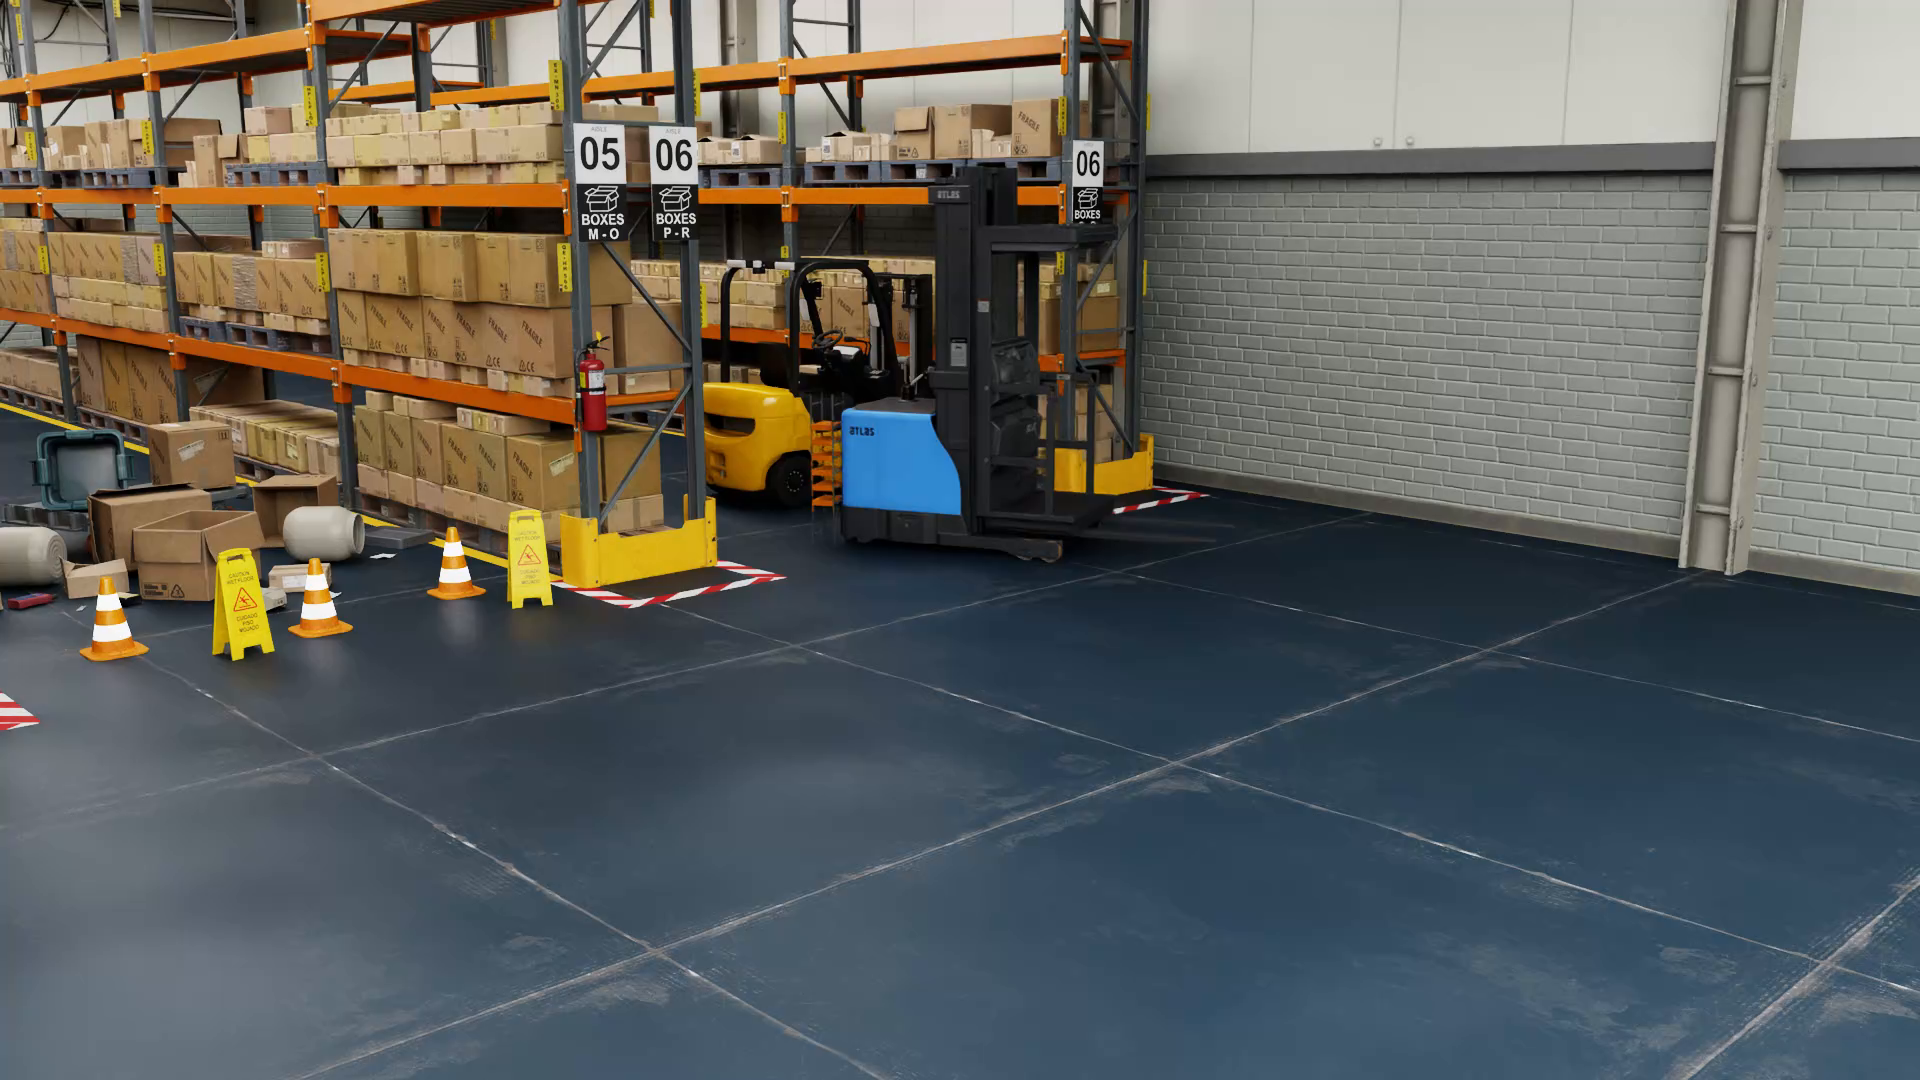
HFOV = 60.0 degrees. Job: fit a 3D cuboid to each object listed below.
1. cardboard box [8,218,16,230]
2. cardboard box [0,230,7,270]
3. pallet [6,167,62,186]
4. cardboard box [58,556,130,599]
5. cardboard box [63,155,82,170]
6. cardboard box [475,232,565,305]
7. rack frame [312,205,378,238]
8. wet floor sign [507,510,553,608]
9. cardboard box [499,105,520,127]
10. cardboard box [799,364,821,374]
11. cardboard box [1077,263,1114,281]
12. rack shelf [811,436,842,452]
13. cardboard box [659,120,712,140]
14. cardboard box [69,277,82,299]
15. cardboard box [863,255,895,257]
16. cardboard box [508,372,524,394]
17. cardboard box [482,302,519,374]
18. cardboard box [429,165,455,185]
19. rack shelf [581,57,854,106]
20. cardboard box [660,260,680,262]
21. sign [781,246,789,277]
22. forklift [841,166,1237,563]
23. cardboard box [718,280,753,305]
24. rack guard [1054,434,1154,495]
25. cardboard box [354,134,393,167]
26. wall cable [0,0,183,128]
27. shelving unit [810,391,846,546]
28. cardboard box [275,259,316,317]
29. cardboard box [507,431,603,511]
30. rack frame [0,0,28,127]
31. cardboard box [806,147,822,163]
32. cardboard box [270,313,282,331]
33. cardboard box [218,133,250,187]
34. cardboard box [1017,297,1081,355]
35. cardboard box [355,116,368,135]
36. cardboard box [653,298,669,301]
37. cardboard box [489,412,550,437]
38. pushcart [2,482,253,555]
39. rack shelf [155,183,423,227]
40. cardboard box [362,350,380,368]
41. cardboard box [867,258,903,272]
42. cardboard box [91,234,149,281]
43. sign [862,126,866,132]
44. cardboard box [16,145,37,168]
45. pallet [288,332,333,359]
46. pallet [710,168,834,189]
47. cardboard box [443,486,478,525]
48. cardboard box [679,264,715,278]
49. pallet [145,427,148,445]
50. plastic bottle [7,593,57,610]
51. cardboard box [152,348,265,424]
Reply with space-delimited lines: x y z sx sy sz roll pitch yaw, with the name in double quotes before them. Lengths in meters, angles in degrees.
"cardboard box" -11.855 -4.020 21.158 0.380 0.149 0.250 -11 16 -44
"cardboard box" -12.143 -3.759 21.500 0.500 0.500 0.500 -11 16 -42
"pallet" -11.132 -4.514 20.676 1.003 0.211 1.213 -11 16 -43
"cardboard box" -6.041 0.237 11.601 0.396 0.266 0.258 -8 14 -33
"cardboard box" -9.954 -4.295 18.929 0.250 0.166 0.380 10 16 41
"cardboard box" -3.142 -2.020 12.320 0.700 0.500 0.500 -11 16 -42
"rack frame" -9.750 -4.244 26.577 1.000 3.000 0.127 -11 16 -43
"wet floor sign" -2.930 0.113 11.262 0.267 0.644 0.232 -5 13 -23
"cardboard box" -3.075 -3.039 11.942 0.380 0.149 0.250 -11 16 -43
"cardboard box" -1.355 -1.727 17.656 0.500 0.250 0.500 -11 16 -43
"cardboard box" 1.222 -2.500 15.520 0.380 0.149 0.250 -11 16 -44
"rack shelf" -1.049 -0.764 13.175 0.180 0.103 0.258 4 12 18
"cardboard box" -3.198 -4.561 19.146 0.500 0.500 0.500 -10 16 -41
"cardboard box" -10.094 -2.964 19.495 0.500 0.250 0.500 -11 16 -42
"cardboard box" -0.880 -2.958 17.743 0.250 0.149 0.380 11 16 44
"cardboard box" -3.117 -1.180 12.329 0.380 0.149 0.250 -11 16 -44
"cardboard box" -3.204 -1.526 12.399 0.500 0.500 0.500 -11 16 -42
"cardboard box" -3.829 -2.794 12.727 0.380 0.149 0.250 -11 16 -43
"rack shelf" -2.844 -5.175 19.001 1.077 0.370 4.000 -11 16 -43
"cardboard box" -3.458 -3.355 20.406 0.380 0.149 0.250 -11 16 -43
"sign" -1.848 -2.944 17.593 0.100 0.325 0.005 -11 16 -43
"forklift" 0.617 -1.383 12.863 3.031 2.935 1.130 5 13 22
"cardboard box" -2.347 -2.774 18.575 0.500 0.250 0.500 11 16 44
"rack guard" 1.316 -0.681 15.478 1.175 0.500 0.348 -11 16 -43
"cardboard box" -4.581 -3.165 13.543 0.500 0.250 0.500 -11 16 -43
"wall cable" -14.882 -7.786 28.811 2.988 3.039 0.133 -11 16 -43
"shelving unit" -1.049 -0.572 13.214 0.189 1.200 0.258 4 12 18
"cardboard box" -5.878 -2.308 15.156 0.500 0.500 0.500 -11 16 -42
"cardboard box" -3.029 -0.523 12.433 0.500 0.500 0.500 -11 16 -42
"rack frame" -13.337 -6.490 22.611 1.000 3.000 0.127 -11 16 -43
"cardboard box" -1.372 -3.986 17.223 0.380 0.149 0.250 -10 16 -41
"cardboard box" -6.157 -2.030 15.412 0.380 0.149 0.250 -11 16 -42
"cardboard box" -6.738 -3.685 16.175 0.797 0.503 0.637 -11 16 -43
"cardboard box" 0.770 -1.993 15.404 0.500 0.500 0.500 -11 16 -44
"cardboard box" -4.692 -3.372 13.557 0.250 0.149 0.380 11 16 43
"cardboard box" -3.391 -2.756 19.725 0.500 0.250 0.500 11 16 43
"cardboard box" -3.332 -0.885 12.582 0.380 0.149 0.250 -10 15 -41
"pushcart" -6.664 -0.191 13.403 0.936 0.377 1.648 6 13 26
"rack shelf" -6.431 -3.209 15.903 1.077 0.370 4.000 -11 16 -43
"cardboard box" -4.852 -1.557 14.158 0.380 0.149 0.250 -10 15 -41
"cardboard box" -0.726 -2.770 16.828 0.380 0.149 0.250 -11 16 -43
"cardboard box" -9.401 -3.184 18.706 0.500 0.500 0.500 -11 16 -43
"sign" -1.062 -4.331 18.090 0.100 0.325 0.005 -11 16 -43
"cardboard box" -11.247 -4.674 20.278 0.396 0.266 0.258 -10 15 -41
"pallet" -5.473 -1.838 15.375 1.003 0.211 1.213 -11 16 -43
"pallet" -2.081 -3.995 18.409 1.217 0.209 0.805 11 16 43
"cardboard box" -3.758 -0.308 13.248 0.500 0.250 0.500 11 16 43
"cardboard box" -3.002 -3.088 19.113 0.250 0.149 0.380 11 16 44
"pallet" -8.302 -1.144 18.441 1.003 0.211 1.213 -11 16 -43
"plastic bottle" -6.288 0.408 11.280 0.133 0.061 0.283 6 13 26
"cardboard box" -8.229 -1.662 18.267 0.875 0.875 0.875 -11 16 -43
